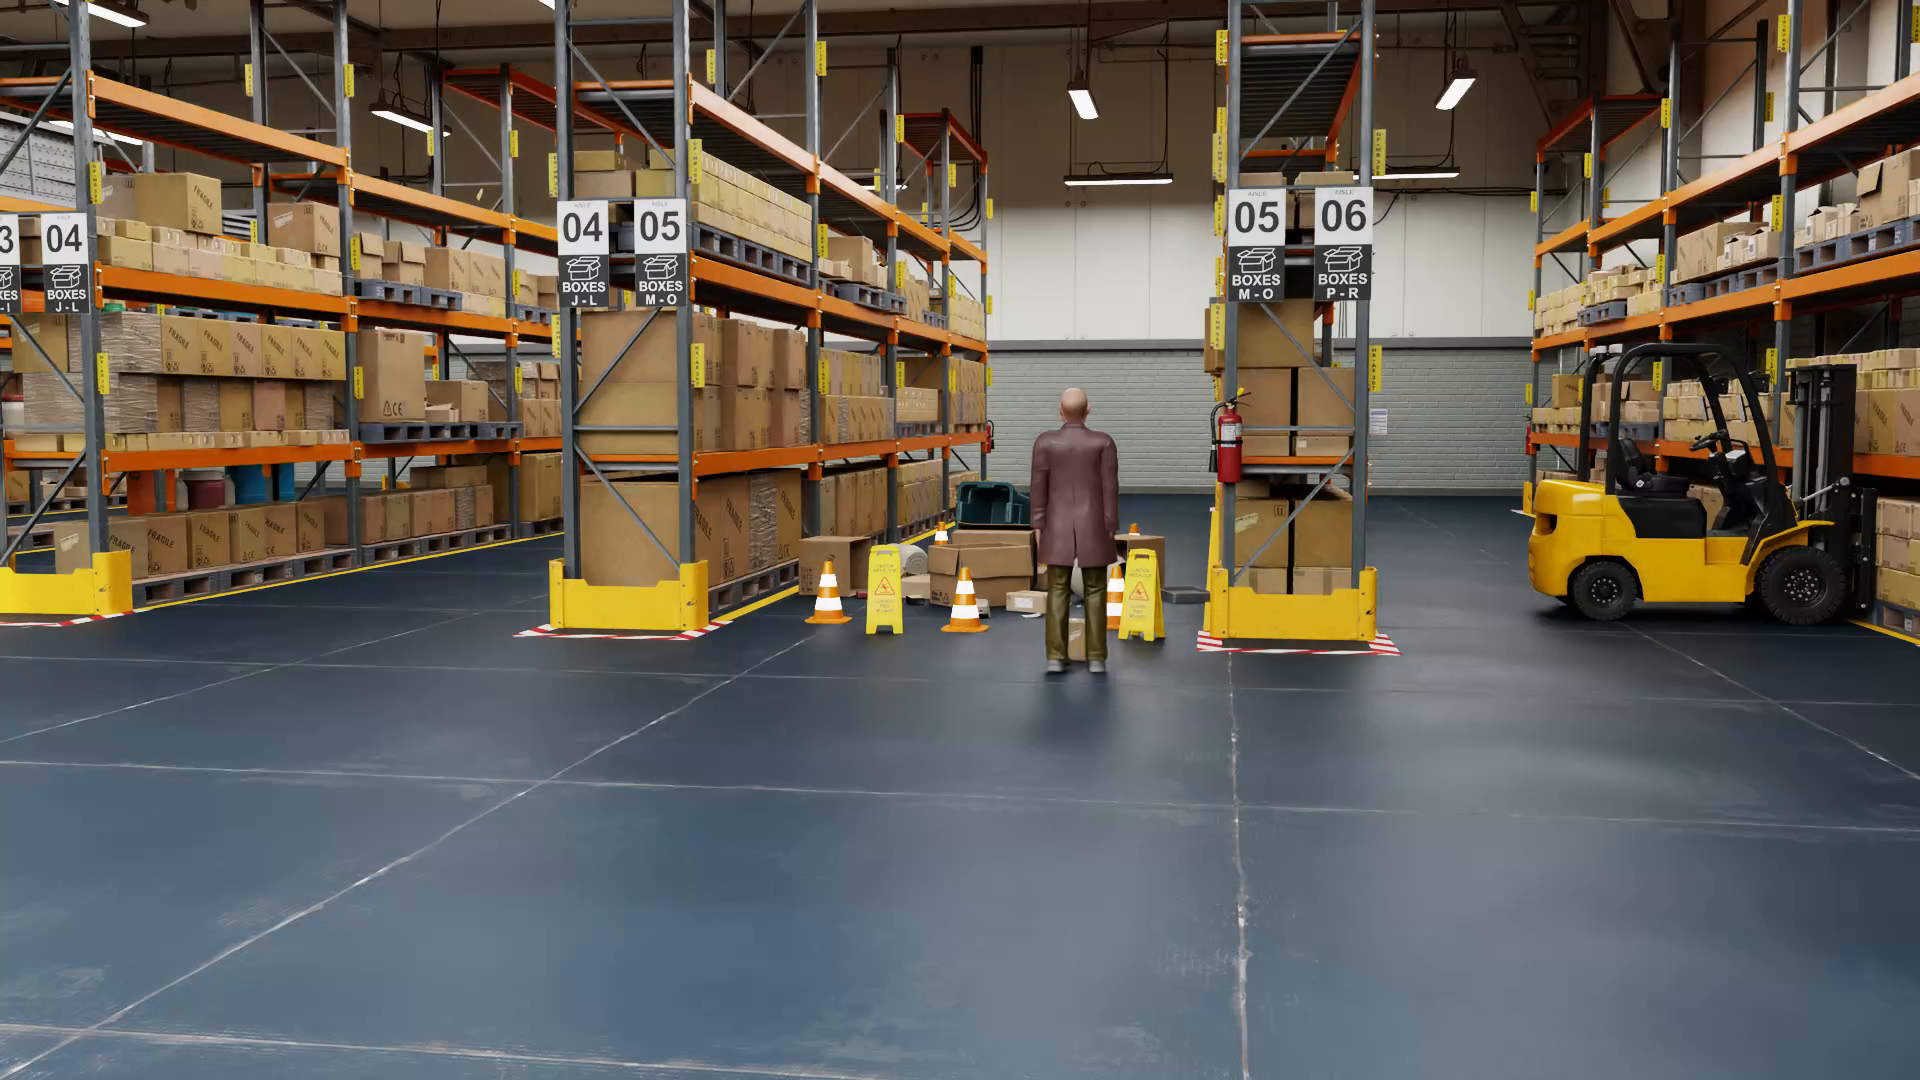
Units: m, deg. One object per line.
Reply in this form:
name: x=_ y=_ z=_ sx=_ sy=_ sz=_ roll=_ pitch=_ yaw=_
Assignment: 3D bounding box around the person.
person: x=0.718 y=-0.061 z=10.437 sx=0.560 sy=1.781 sz=0.412 roll=1 pitch=4 yaw=10
